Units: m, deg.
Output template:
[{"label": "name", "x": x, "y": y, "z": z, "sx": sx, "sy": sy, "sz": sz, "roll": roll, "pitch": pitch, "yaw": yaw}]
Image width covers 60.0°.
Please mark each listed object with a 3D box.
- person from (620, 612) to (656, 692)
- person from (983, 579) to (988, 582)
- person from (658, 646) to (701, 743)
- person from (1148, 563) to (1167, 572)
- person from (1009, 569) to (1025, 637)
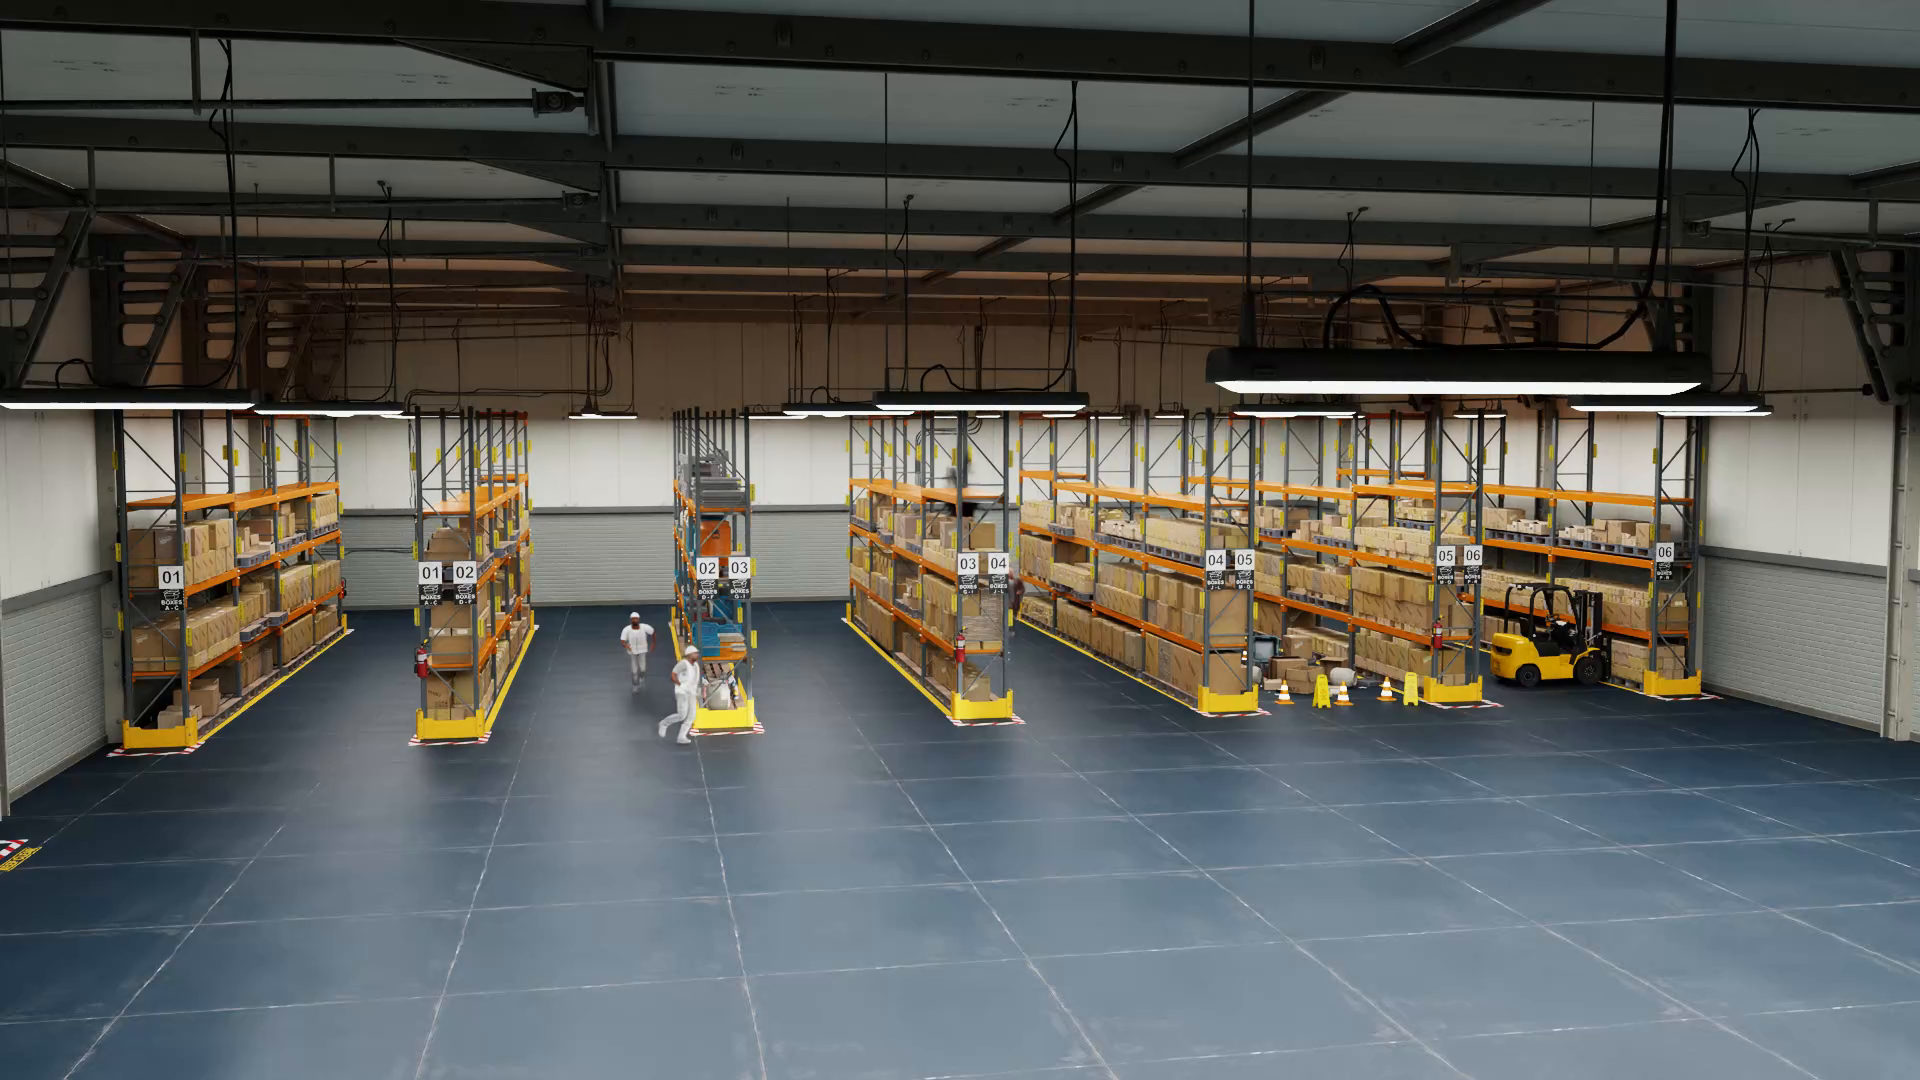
[{"label": "person", "x": -6.762, "y": 2.370, "z": 34.925, "sx": 0.719, "sy": 1.714, "sz": 0.743, "roll": -1, "pitch": 4, "yaw": -7}, {"label": "person", "x": 0.396, "y": 1.483, "z": 48.163, "sx": 0.891, "sy": 1.620, "sz": 0.608, "roll": 2, "pitch": 4, "yaw": 25}, {"label": "person", "x": -4.981, "y": 2.757, "z": 29.919, "sx": 0.693, "sy": 1.704, "sz": 0.745, "roll": 2, "pitch": 5, "yaw": 26}, {"label": "person", "x": 6.033, "y": 1.223, "z": 50.870, "sx": 0.903, "sy": 1.832, "sz": 0.711, "roll": 0, "pitch": 4, "yaw": -3}, {"label": "person", "x": 1.402, "y": 1.668, "z": 44.613, "sx": 0.695, "sy": 1.790, "sz": 0.927, "roll": -1, "pitch": 4, "yaw": -7}]
